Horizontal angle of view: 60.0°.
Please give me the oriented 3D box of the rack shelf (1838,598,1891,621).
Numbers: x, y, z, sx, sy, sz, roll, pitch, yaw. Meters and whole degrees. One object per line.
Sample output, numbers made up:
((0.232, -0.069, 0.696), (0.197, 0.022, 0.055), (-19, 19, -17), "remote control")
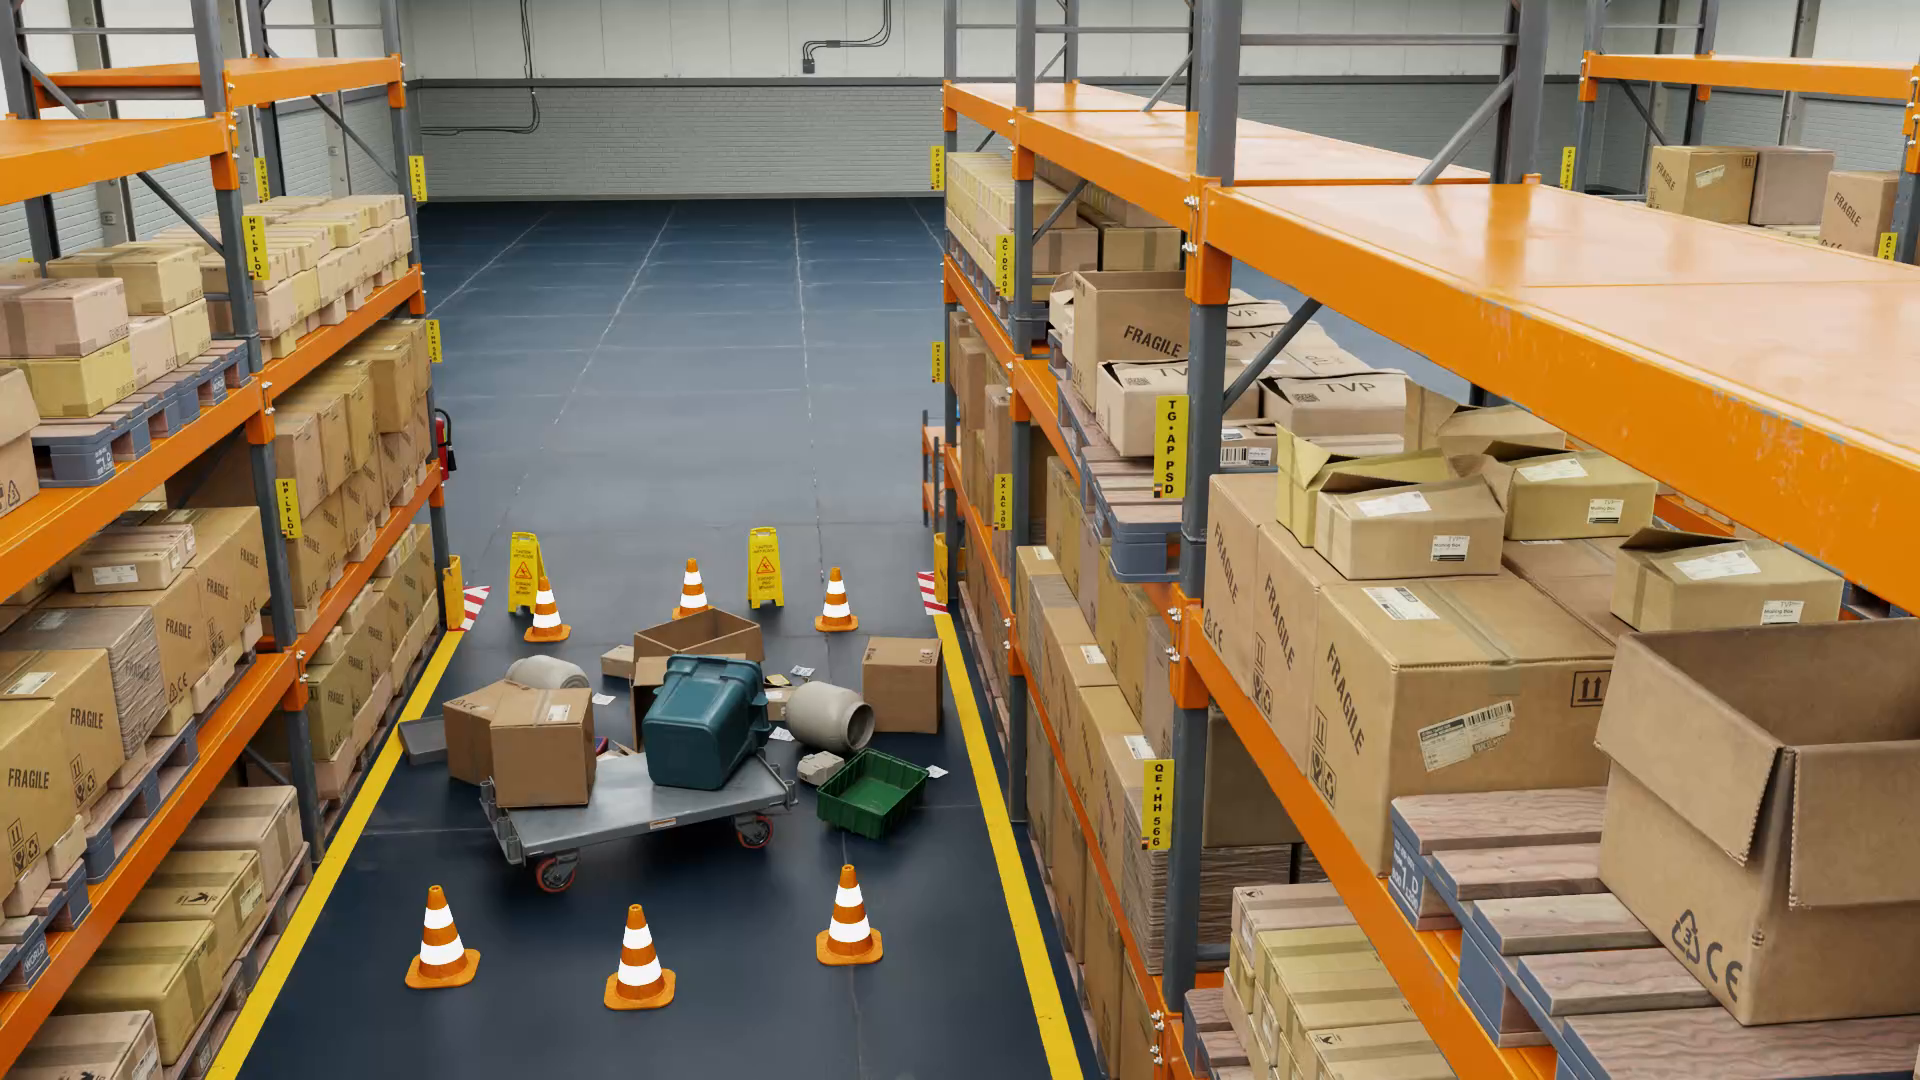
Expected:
((5.944, 1.037, 8.139), (1.077, 0.370, 4.000), (-2, 18, -6), "rack shelf")

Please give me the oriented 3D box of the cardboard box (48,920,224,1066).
((-3.911, 2.035, 7.446), (0.950, 0.372, 0.625), (-1, 17, -4), "cardboard box")

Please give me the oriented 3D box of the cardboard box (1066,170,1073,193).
((0.911, -2.366, 10.990), (0.380, 0.149, 0.250), (-2, 18, -5), "cardboard box")

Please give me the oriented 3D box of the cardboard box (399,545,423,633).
((-4.132, 0.352, 11.757), (0.500, 0.500, 0.500), (-1, 17, -4), "cardboard box")

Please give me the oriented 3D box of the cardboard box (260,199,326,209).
((-4.656, -2.292, 11.624), (0.380, 0.149, 0.250), (-2, 18, -6), "cardboard box")

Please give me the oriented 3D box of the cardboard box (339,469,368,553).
((-4.001, -0.224, 10.291), (0.500, 0.500, 0.500), (-2, 18, -6), "cardboard box")

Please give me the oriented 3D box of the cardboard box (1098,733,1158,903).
((0.843, 1.091, 6.600), (0.500, 0.500, 0.500), (-2, 18, -6), "cardboard box")

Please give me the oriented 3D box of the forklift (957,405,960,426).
((1.065, -1.917, 16.464), (1.130, 2.935, 3.031), (10, 20, 30), "forklift")

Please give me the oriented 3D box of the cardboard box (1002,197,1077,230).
((0.439, -1.818, 9.244), (0.380, 0.149, 0.250), (-2, 18, -6), "cardboard box")

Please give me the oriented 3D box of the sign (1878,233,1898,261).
((5.199, -1.560, 9.342), (0.100, 0.325, 0.005), (-2, 18, -6), "sign")

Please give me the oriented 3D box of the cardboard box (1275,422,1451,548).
((1.027, -0.148, 4.262), (0.396, 0.266, 0.258), (-2, 18, -6), "cardboard box")

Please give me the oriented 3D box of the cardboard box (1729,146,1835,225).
((5.737, -2.499, 11.695), (0.500, 0.500, 0.500), (-2, 18, -6), "cardboard box")

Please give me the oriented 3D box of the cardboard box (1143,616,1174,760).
((1.117, 0.604, 6.483), (0.700, 0.500, 0.500), (-2, 18, -6), "cardboard box")

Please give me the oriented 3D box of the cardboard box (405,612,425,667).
((-4.135, 0.711, 11.866), (0.500, 0.250, 0.500), (-2, 18, -5), "cardboard box")

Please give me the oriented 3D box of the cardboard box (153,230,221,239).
((-4.570, -1.759, 9.927), (0.380, 0.149, 0.250), (-2, 17, -5), "cardboard box")

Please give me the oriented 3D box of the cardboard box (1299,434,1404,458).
((1.331, -0.251, 5.584), (0.380, 0.149, 0.250), (-2, 18, -8), "cardboard box")

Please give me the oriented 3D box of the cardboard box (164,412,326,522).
((-3.949, -0.400, 9.184), (0.700, 0.500, 0.500), (-2, 18, -6), "cardboard box")

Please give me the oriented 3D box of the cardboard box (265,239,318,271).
((-3.901, -1.626, 9.501), (0.380, 0.149, 0.250), (-2, 18, -6), "cardboard box")

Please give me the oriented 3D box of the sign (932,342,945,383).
((-0.171, -1.406, 13.143), (0.100, 0.325, 0.005), (-2, 18, -6), "sign")

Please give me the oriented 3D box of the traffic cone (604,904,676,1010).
((-1.574, 1.996, 8.118), (0.336, 0.463, 0.334), (-2, 18, -6), "traffic cone")

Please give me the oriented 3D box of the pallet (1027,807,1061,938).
((0.949, 1.779, 9.230), (1.003, 0.211, 1.213), (-2, 18, -6), "pallet")

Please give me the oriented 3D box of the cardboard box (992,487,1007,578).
((0.665, -0.123, 10.383), (0.875, 0.550, 0.550), (-2, 18, -6), "cardboard box")

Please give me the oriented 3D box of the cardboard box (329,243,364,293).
((-4.047, -1.690, 10.371), (0.500, 0.250, 0.500), (-2, 18, -5), "cardboard box")

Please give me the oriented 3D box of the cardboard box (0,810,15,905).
((-3.523, 1.065, 5.485), (0.500, 0.500, 0.500), (-2, 18, -7), "cardboard box")

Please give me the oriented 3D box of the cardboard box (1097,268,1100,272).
((1.016, -1.683, 10.147), (0.380, 0.149, 0.250), (-2, 18, -7), "cardboard box")

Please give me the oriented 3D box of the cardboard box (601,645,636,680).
((-2.387, 0.901, 12.133), (0.380, 0.149, 0.250), (8, 19, 23), "cardboard box")

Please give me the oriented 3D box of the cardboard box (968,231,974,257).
((0.255, -1.966, 11.047), (0.380, 0.149, 0.250), (-2, 18, -5), "cardboard box")

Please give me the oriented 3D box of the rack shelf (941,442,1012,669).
((0.588, -0.031, 11.543), (1.077, 0.370, 4.000), (-2, 18, -6), "rack shelf")

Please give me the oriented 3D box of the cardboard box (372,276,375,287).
((-4.205, -1.770, 11.292), (0.380, 0.149, 0.250), (-2, 18, -5), "cardboard box")

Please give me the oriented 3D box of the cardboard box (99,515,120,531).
((-4.422, -0.144, 8.253), (0.380, 0.149, 0.250), (-2, 18, -6), "cardboard box")

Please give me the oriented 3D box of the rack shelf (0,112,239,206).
((-3.913, -1.328, 6.325), (1.077, 0.370, 4.000), (-2, 18, -6), "rack shelf")

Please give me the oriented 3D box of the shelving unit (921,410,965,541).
((-0.035, -0.514, 15.011), (0.538, 1.125, 1.048), (-2, 18, -6), "shelving unit")

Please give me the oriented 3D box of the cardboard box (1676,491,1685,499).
((5.334, -0.361, 11.812), (0.380, 0.149, 0.250), (-2, 18, -6), "cardboard box")

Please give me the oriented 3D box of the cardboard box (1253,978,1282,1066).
((1.087, 1.422, 4.935), (0.380, 0.149, 0.250), (-1, 17, -3), "cardboard box")

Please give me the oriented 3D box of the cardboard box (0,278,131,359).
((-3.805, -0.922, 6.886), (0.500, 0.250, 0.500), (-1, 17, -5), "cardboard box")

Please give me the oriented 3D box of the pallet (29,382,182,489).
((-4.051, -0.441, 6.953), (1.213, 0.211, 1.003), (-2, 18, -6), "pallet")

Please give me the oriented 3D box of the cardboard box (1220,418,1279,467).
((0.926, -0.326, 5.795), (0.380, 0.166, 0.250), (-2, 18, -6), "cardboard box")

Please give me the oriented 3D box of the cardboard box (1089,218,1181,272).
((1.022, -1.682, 9.479), (0.500, 0.250, 0.500), (-2, 18, -5), "cardboard box")

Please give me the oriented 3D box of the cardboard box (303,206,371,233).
((-4.195, -2.157, 11.192), (0.380, 0.149, 0.250), (-2, 18, -5), "cardboard box")

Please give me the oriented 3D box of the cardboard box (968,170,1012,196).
((0.256, -2.346, 10.927), (0.380, 0.149, 0.250), (-2, 17, -5), "cardboard box")

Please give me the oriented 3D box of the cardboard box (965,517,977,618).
((0.517, 0.043, 12.951), (0.875, 0.875, 0.875), (-2, 18, -5), "cardboard box")

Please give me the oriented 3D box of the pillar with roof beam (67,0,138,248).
((-7.249, -6.968, 22.422), (9.100, 9.000, 0.400), (-2, 18, -6), "pillar with roof beam")

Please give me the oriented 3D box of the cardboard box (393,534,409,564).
((-4.062, 0.070, 11.574), (0.380, 0.149, 0.250), (-1, 17, -5), "cardboard box")

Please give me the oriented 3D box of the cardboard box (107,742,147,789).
((-3.674, 0.930, 6.998), (0.380, 0.149, 0.250), (-1, 17, -4), "cardboard box")

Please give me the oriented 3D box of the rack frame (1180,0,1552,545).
((1.207, -1.449, 4.842), (1.000, 3.000, 0.127), (-2, 18, -6), "rack frame")

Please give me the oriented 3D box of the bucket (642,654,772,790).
((-1.513, 1.089, 9.702), (0.726, 0.611, 0.620), (4, 28, 13), "bucket")

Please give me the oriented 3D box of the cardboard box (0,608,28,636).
((-4.203, 0.613, 6.926), (0.500, 0.500, 0.500), (-2, 18, -8), "cardboard box")

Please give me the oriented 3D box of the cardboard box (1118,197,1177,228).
((1.095, -1.837, 9.307), (0.380, 0.149, 0.250), (-2, 18, -5), "cardboard box")

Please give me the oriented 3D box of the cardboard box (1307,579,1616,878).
((1.116, 0.410, 3.761), (0.500, 0.500, 0.500), (-2, 18, -6), "cardboard box")

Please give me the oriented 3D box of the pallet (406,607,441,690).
((-4.475, 0.809, 12.321), (1.003, 0.211, 1.213), (-2, 18, -6), "pallet")

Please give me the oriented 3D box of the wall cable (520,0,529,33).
((-9.685, -14.128, 41.981), (3.097, 2.526, 0.112), (-2, 18, -6), "wall cable")

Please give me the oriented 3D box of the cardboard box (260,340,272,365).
((-3.905, -1.008, 8.866), (0.380, 0.149, 0.250), (-2, 18, -6), "cardboard box")

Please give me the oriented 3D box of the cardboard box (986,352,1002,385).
((0.637, -0.959, 11.245), (0.875, 0.550, 0.500), (-2, 18, -6), "cardboard box")

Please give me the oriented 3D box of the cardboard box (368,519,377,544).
((-4.009, -0.035, 10.773), (0.380, 0.149, 0.250), (-2, 18, -6), "cardboard box")

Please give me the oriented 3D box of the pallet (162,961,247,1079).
((-3.908, 2.331, 7.473), (1.003, 0.211, 1.213), (-2, 18, -6), "pallet")

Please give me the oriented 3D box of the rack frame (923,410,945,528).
((-0.093, -0.666, 15.493), (0.500, 1.125, 0.032), (-2, 18, -6), "rack frame")

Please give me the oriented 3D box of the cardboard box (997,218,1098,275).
((0.488, -1.667, 9.430), (0.500, 0.250, 0.500), (-2, 18, -6), "cardboard box")

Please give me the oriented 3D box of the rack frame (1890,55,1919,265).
((5.738, -2.764, 9.031), (1.000, 3.000, 0.127), (-2, 18, -6), "rack frame")
